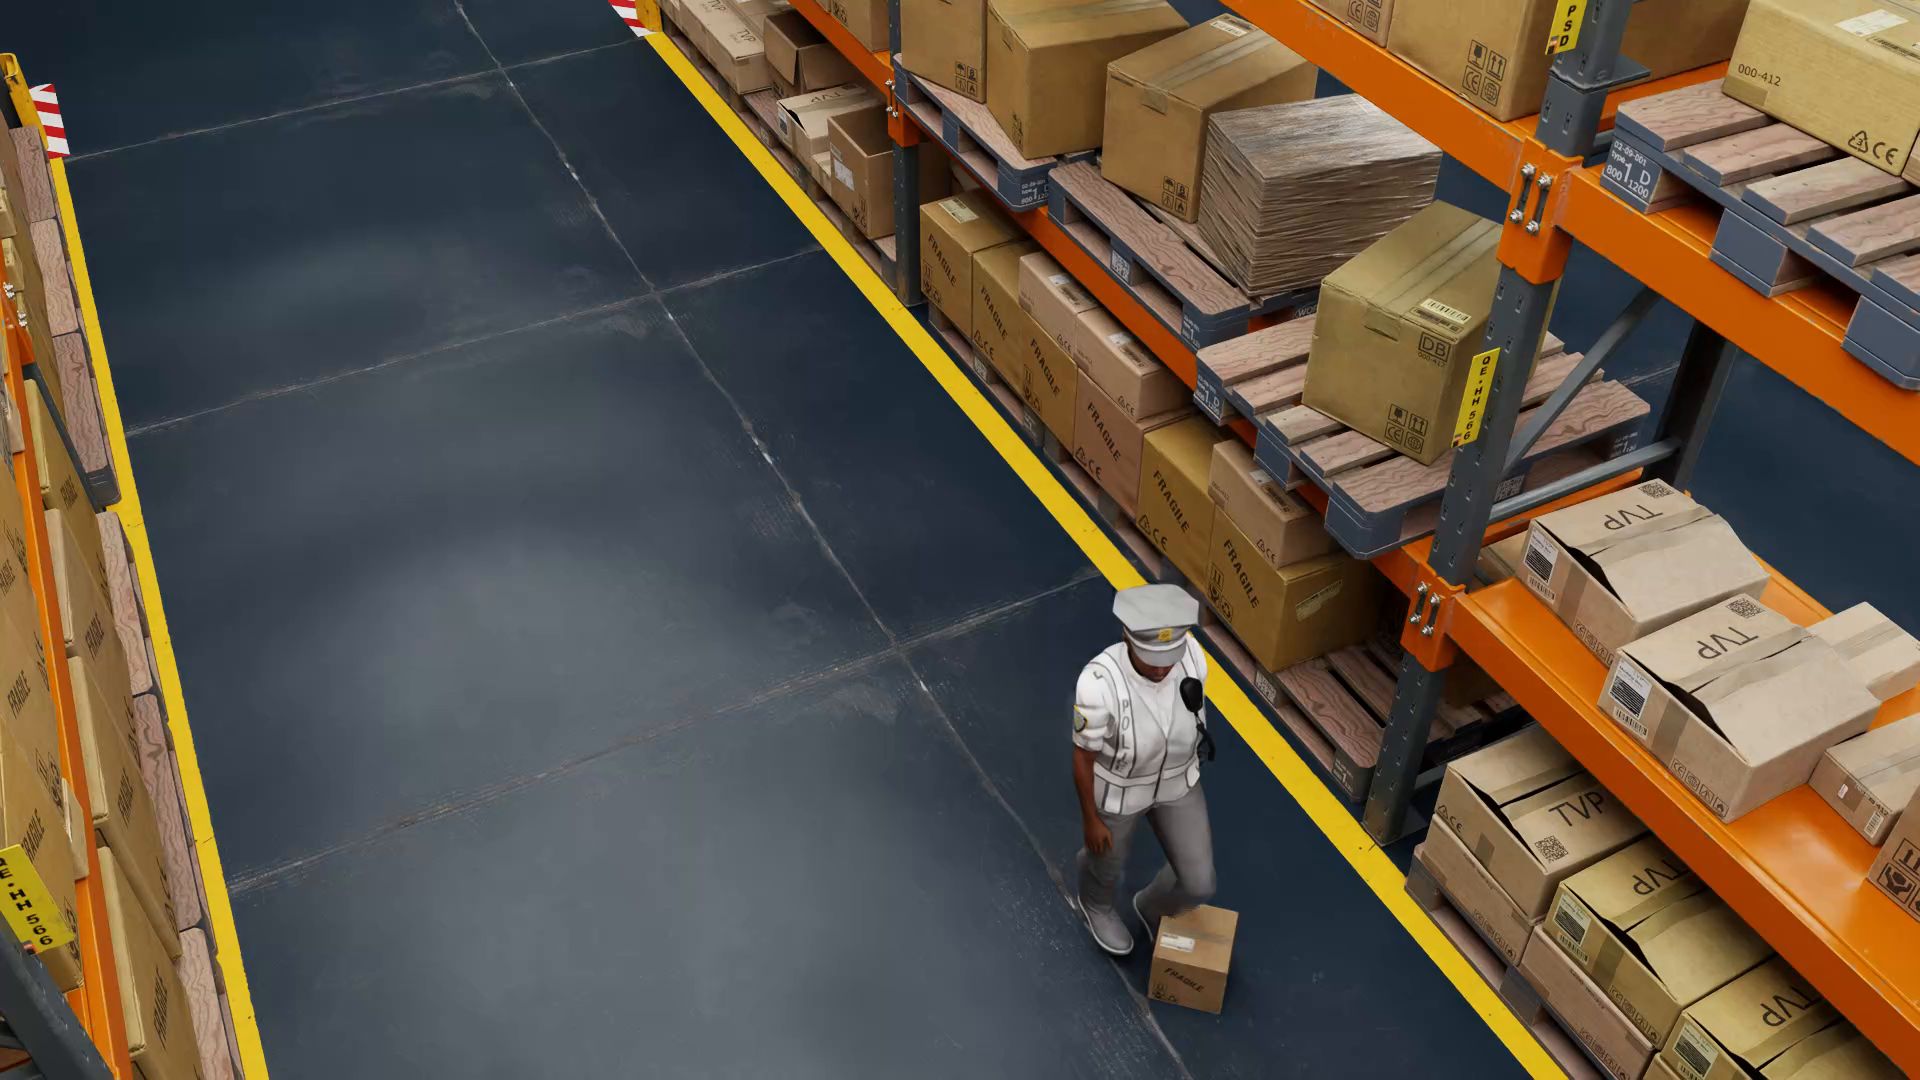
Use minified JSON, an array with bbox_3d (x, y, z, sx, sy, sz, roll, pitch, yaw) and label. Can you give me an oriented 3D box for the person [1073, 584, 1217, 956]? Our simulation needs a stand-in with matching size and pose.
[{"bbox_3d":[0.578,0.798,5.249,0.497,1.705,0.481,-14,43,-15],"label":"person"}]
